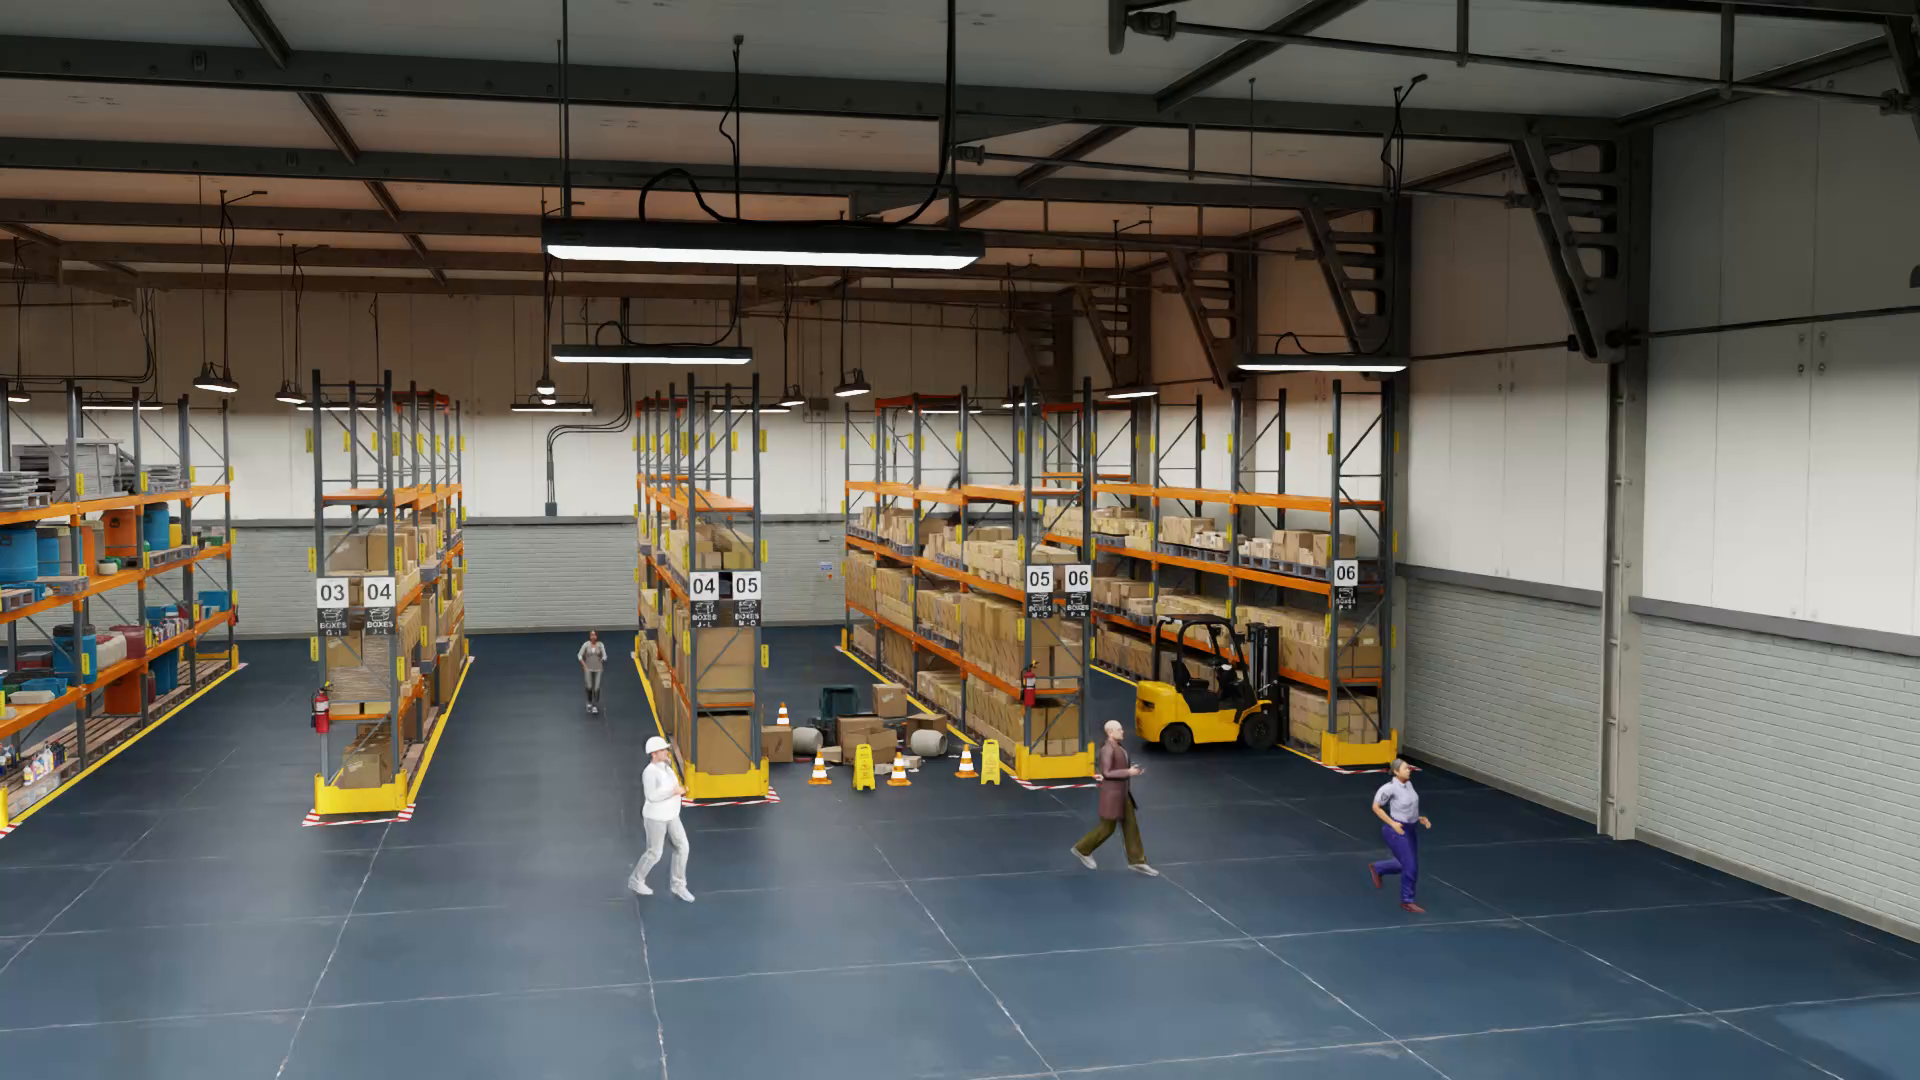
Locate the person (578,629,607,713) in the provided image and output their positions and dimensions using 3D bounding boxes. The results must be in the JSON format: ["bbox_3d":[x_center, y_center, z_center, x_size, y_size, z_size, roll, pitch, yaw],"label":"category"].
[{"bbox_3d":[-6.782,2.443,30.743,0.527,1.545,0.550,-1,3,-17],"label":"person"}]

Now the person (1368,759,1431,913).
[{"bbox_3d":[4.713,3.171,17.983,0.745,1.631,0.607,3,4,43],"label":"person"}]

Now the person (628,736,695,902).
[{"bbox_3d":[-3.277,3.059,18.199,0.742,1.826,0.643,1,3,19],"label":"person"}]

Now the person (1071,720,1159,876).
[{"bbox_3d":[1.789,2.969,19.219,1.034,1.784,0.701,2,4,25],"label":"person"}]
